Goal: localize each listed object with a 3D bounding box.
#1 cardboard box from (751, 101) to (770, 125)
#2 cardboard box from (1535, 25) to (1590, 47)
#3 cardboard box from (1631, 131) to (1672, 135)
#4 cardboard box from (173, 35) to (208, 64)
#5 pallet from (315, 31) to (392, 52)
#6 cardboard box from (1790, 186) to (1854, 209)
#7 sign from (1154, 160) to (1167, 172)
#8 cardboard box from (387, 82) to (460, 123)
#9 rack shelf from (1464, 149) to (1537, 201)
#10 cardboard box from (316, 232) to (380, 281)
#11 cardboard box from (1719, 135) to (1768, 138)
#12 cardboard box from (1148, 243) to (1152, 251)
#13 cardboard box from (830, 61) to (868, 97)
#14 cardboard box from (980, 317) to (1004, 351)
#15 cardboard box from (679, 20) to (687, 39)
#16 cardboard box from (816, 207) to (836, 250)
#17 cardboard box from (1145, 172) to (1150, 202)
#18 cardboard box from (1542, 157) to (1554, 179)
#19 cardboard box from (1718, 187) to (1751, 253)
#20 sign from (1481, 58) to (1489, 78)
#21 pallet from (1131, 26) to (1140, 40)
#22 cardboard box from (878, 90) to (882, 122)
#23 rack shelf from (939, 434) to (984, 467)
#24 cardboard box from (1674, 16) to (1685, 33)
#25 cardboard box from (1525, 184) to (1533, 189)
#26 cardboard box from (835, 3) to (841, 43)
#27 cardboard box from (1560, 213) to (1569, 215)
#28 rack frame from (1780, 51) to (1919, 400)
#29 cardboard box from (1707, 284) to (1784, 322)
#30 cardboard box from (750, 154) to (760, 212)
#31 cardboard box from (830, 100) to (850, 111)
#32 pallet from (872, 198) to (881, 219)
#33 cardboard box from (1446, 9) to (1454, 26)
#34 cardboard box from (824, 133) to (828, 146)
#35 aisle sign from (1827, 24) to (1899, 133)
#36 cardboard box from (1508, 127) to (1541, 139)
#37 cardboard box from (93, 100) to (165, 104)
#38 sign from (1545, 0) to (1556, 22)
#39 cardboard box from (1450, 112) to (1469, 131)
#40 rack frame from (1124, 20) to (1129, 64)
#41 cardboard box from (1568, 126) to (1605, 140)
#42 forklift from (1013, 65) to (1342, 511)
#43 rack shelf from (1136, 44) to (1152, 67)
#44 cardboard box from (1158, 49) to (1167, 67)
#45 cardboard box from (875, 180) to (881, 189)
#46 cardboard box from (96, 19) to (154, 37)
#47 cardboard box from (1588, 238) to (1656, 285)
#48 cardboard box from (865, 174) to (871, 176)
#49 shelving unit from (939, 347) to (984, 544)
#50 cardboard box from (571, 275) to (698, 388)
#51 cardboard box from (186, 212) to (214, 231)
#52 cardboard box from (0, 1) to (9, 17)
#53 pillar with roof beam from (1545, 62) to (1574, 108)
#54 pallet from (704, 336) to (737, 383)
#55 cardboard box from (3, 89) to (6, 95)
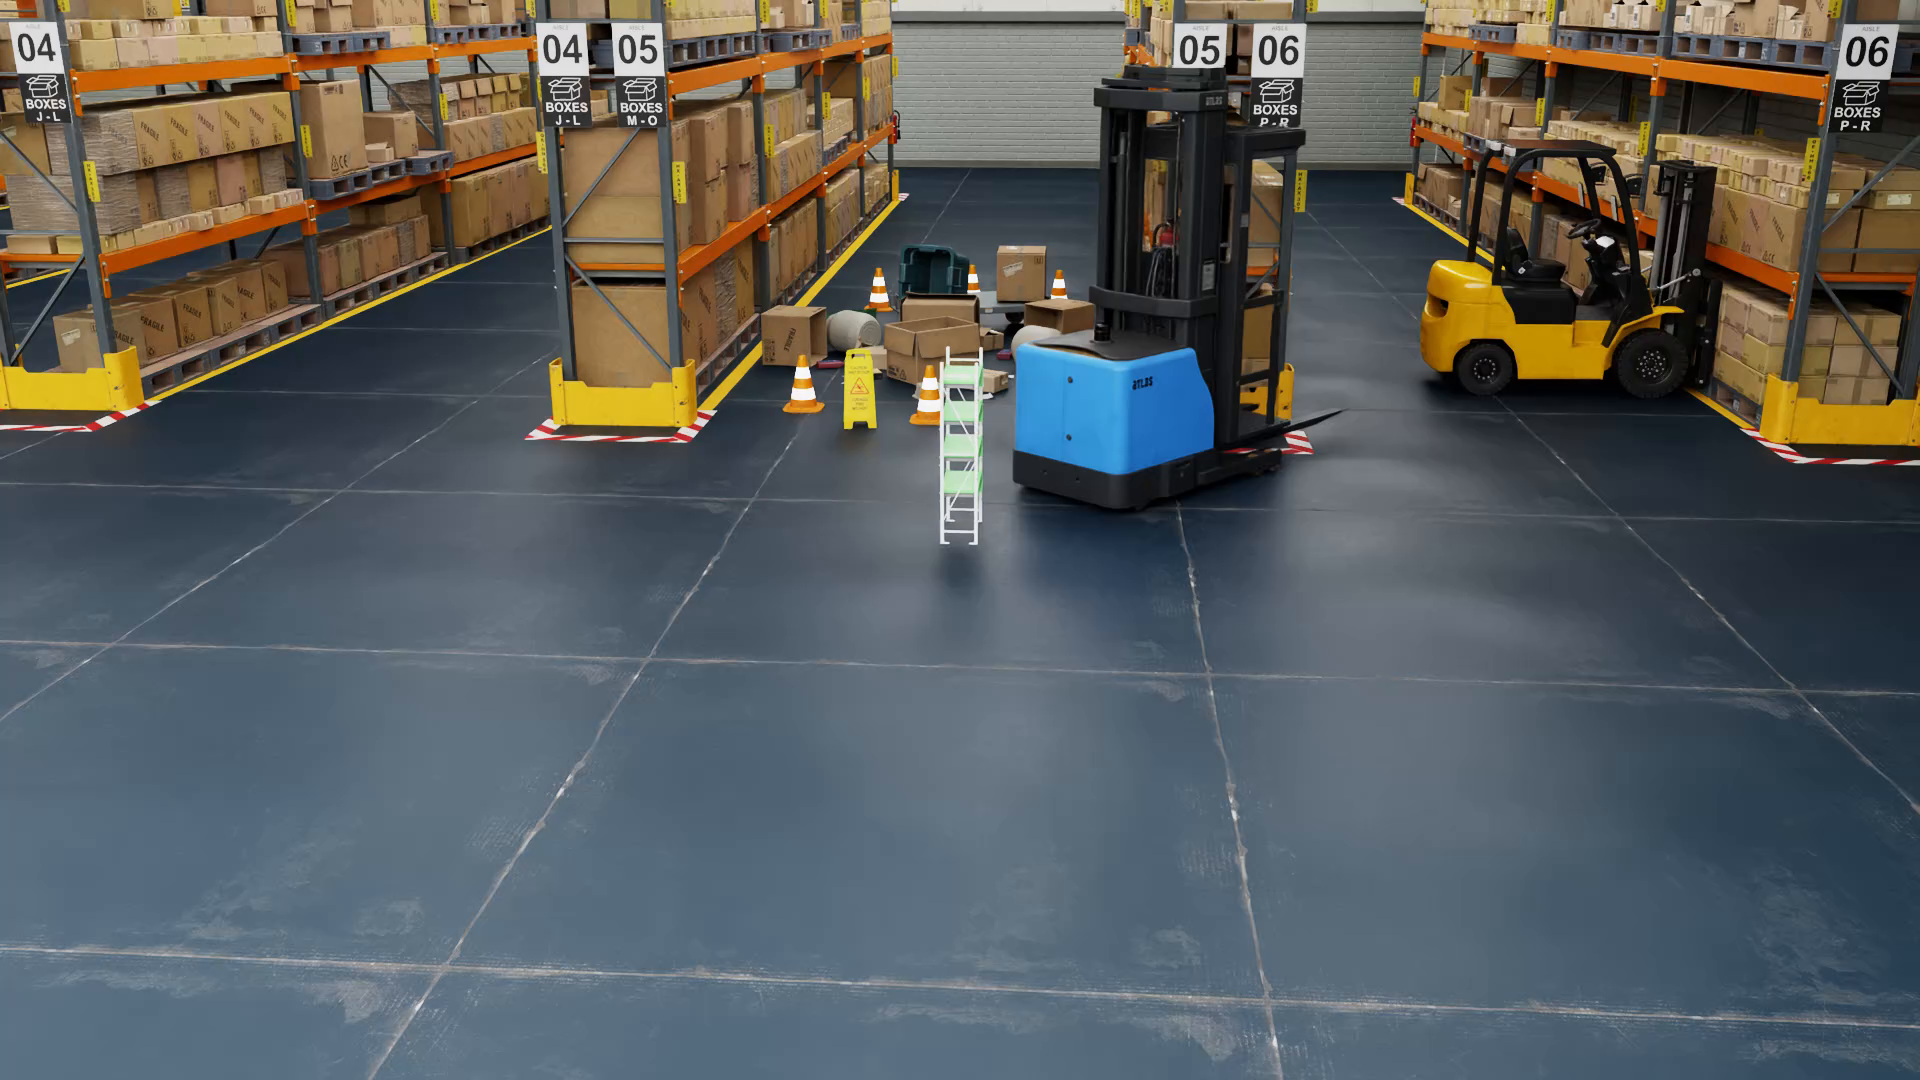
[{"bbox_3d":[-2.455,-4.513,18.111,0.700,0.500,0.500,1,18,3],"label":"cardboard box"},{"bbox_3d":[7.457,-6.248,20.598,0.500,0.250,0.500,1,18,2],"label":"cardboard box"},{"bbox_3d":[7.750,-4.502,18.644,0.380,0.149,0.250,2,18,5],"label":"cardboard box"},{"bbox_3d":[-7.352,-4.550,15.414,0.500,0.250,0.500,2,18,6],"label":"cardboard box"},{"bbox_3d":[-7.238,-5.666,18.881,1.213,0.211,1.003,1,18,4],"label":"pallet"},{"bbox_3d":[6.834,-2.714,13.188,0.380,0.149,0.250,2,18,5],"label":"cardboard box"},{"bbox_3d":[1.586,-3.073,13.118,0.100,0.325,0.005,1,18,4],"label":"sign"},{"bbox_3d":[-7.105,-5.811,22.069,0.797,0.503,0.637,2,18,6],"label":"cardboard box"},{"bbox_3d":[7.806,-5.009,22.547,1.077,0.370,4.000,1,18,4],"label":"rack shelf"},{"bbox_3d":[-7.302,-3.351,19.640,0.700,0.500,0.500,0,18,-1],"label":"cardboard box"},{"bbox_3d":[7.654,-3.878,16.262,0.380,0.149,0.250,1,18,4],"label":"cardboard box"},{"bbox_3d":[2.009,-2.780,16.085,0.380,0.149,0.250,2,18,6],"label":"cardboard box"},{"bbox_3d":[-1.671,-6.959,25.100,0.500,0.500,0.500,2,18,5],"label":"cardboard box"},{"bbox_3d":[0.225,-2.092,16.882,0.258,0.266,0.396,-13,22,-34],"label":"cardboard box"},{"bbox_3d":[-2.445,-4.165,13.568,0.380,0.149,0.250,1,18,4],"label":"cardboard box"},{"bbox_3d":[-1.928,-4.144,22.092,0.500,0.500,0.500,1,18,2],"label":"cardboard box"},{"bbox_3d":[2.115,-3.655,16.622,0.500,0.500,0.500,1,18,4],"label":"cardboard box"},{"bbox_3d":[7.387,-4.526,20.159,0.500,0.250,0.500,1,18,4],"label":"cardboard box"},{"bbox_3d":[6.945,-2.771,14.402,0.500,0.500,0.500,1,18,3],"label":"cardboard box"},{"bbox_3d":[8.788,-7.896,27.836,0.100,0.325,0.005,1,18,4],"label":"sign"},{"bbox_3d":[2.782,-6.723,22.110,1.003,0.211,1.213,2,18,6],"label":"pallet"},{"bbox_3d":[-1.550,-6.974,26.752,0.500,0.500,0.500,2,18,7],"label":"cardboard box"},{"bbox_3d":[0.012,-0.561,10.913,0.258,0.148,0.480,1,18,4],"label":"rack shelf"},{"bbox_3d":[7.041,-4.908,15.834,0.380,0.149,0.250,2,18,5],"label":"cardboard box"},{"bbox_3d":[8.196,-4.933,23.460,0.380,0.149,0.250,0,18,1],"label":"cardboard box"},{"bbox_3d":[-1.867,-6.873,22.104,0.500,0.500,0.500,1,18,4],"label":"cardboard box"},{"bbox_3d":[8.027,-4.018,21.707,0.500,0.500,0.500,1,18,4],"label":"cardboard box"},{"bbox_3d":[7.089,-2.245,12.956,1.000,3.000,0.127,1,18,4],"label":"rack frame"},{"bbox_3d":[6.868,-2.078,14.585,0.500,0.250,0.500,2,18,5],"label":"cardboard box"},{"bbox_3d":[-2.534,-3.632,16.950,0.875,0.550,0.550,1,18,4],"label":"cardboard box"},{"bbox_3d":[-1.799,-6.311,24.139,0.380,0.149,0.250,1,18,2],"label":"cardboard box"},{"bbox_3d":[-1.849,-5.425,27.139,1.003,0.211,1.213,1,18,4],"label":"pallet"},{"bbox_3d":[7.853,-8.100,25.771,0.500,0.250,0.500,1,18,3],"label":"cardboard box"},{"bbox_3d":[-1.962,-5.300,22.009,0.380,0.149,0.250,2,18,7],"label":"cardboard box"},{"bbox_3d":[6.791,-3.466,12.509,0.394,0.787,0.004,1,18,4],"label":"aisle sign"},{"bbox_3d":[7.415,-5.193,21.519,0.500,0.250,0.500,0,18,1],"label":"cardboard box"},{"bbox_3d":[-7.841,-3.882,15.708,0.500,0.500,0.500,1,18,4],"label":"cardboard box"},{"bbox_3d":[7.122,-6.413,20.031,0.100,0.325,0.005,1,18,4],"label":"sign"},{"bbox_3d":[7.764,-6.361,25.283,0.500,0.250,0.500,1,18,4],"label":"cardboard box"},{"bbox_3d":[3.285,-7.324,28.457,1.000,3.000,0.127,1,18,4],"label":"rack frame"},{"bbox_3d":[7.329,-4.748,19.394,0.380,0.149,0.250,1,18,5],"label":"cardboard box"},{"bbox_3d":[1.778,-1.970,12.227,3.031,2.935,1.130,-17,25,-42],"label":"forklift"},{"bbox_3d":[2.568,-5.301,18.623,1.077,0.370,4.000,1,18,4],"label":"rack shelf"},{"bbox_3d":[1.950,-4.256,14.679,0.380,0.149,0.250,1,18,3],"label":"cardboard box"},{"bbox_3d":[-1.509,-5.817,27.284,0.380,0.149,0.250,2,18,7],"label":"cardboard box"},{"bbox_3d":[-7.374,-4.518,14.676,0.380,0.149,0.250,1,18,4],"label":"cardboard box"},{"bbox_3d":[7.465,-2.961,18.283,0.875,0.625,0.625,1,18,3],"label":"cardboard box"},{"bbox_3d":[-1.634,-5.799,26.753,0.380,0.149,0.250,1,18,2],"label":"cardboard box"},{"bbox_3d":[0.012,-0.622,10.893,0.258,1.200,0.503,1,18,4],"label":"shelving unit"},{"bbox_3d":[-2.824,-1.835,14.445,0.875,0.875,0.875,1,18,4],"label":"cardboard box"},{"bbox_3d":[-7.284,-3.003,15.674,0.380,0.149,0.250,1,18,4],"label":"cardboard box"},{"bbox_3d":[-16.338,-8.883,27.837,0.500,0.250,0.500,1,18,4],"label":"cardboard box"},{"bbox_3d":[4.604,-9.115,24.288,9.100,9.000,0.400,1,18,4],"label":"pillar with roof beam"},{"bbox_3d":[-2.737,-1.736,15.883,1.003,0.211,1.213,1,18,4],"label":"pallet"},{"bbox_3d":[-16.343,-7.668,27.741,0.500,0.500,0.500,2,18,6],"label":"cardboard box"}]
